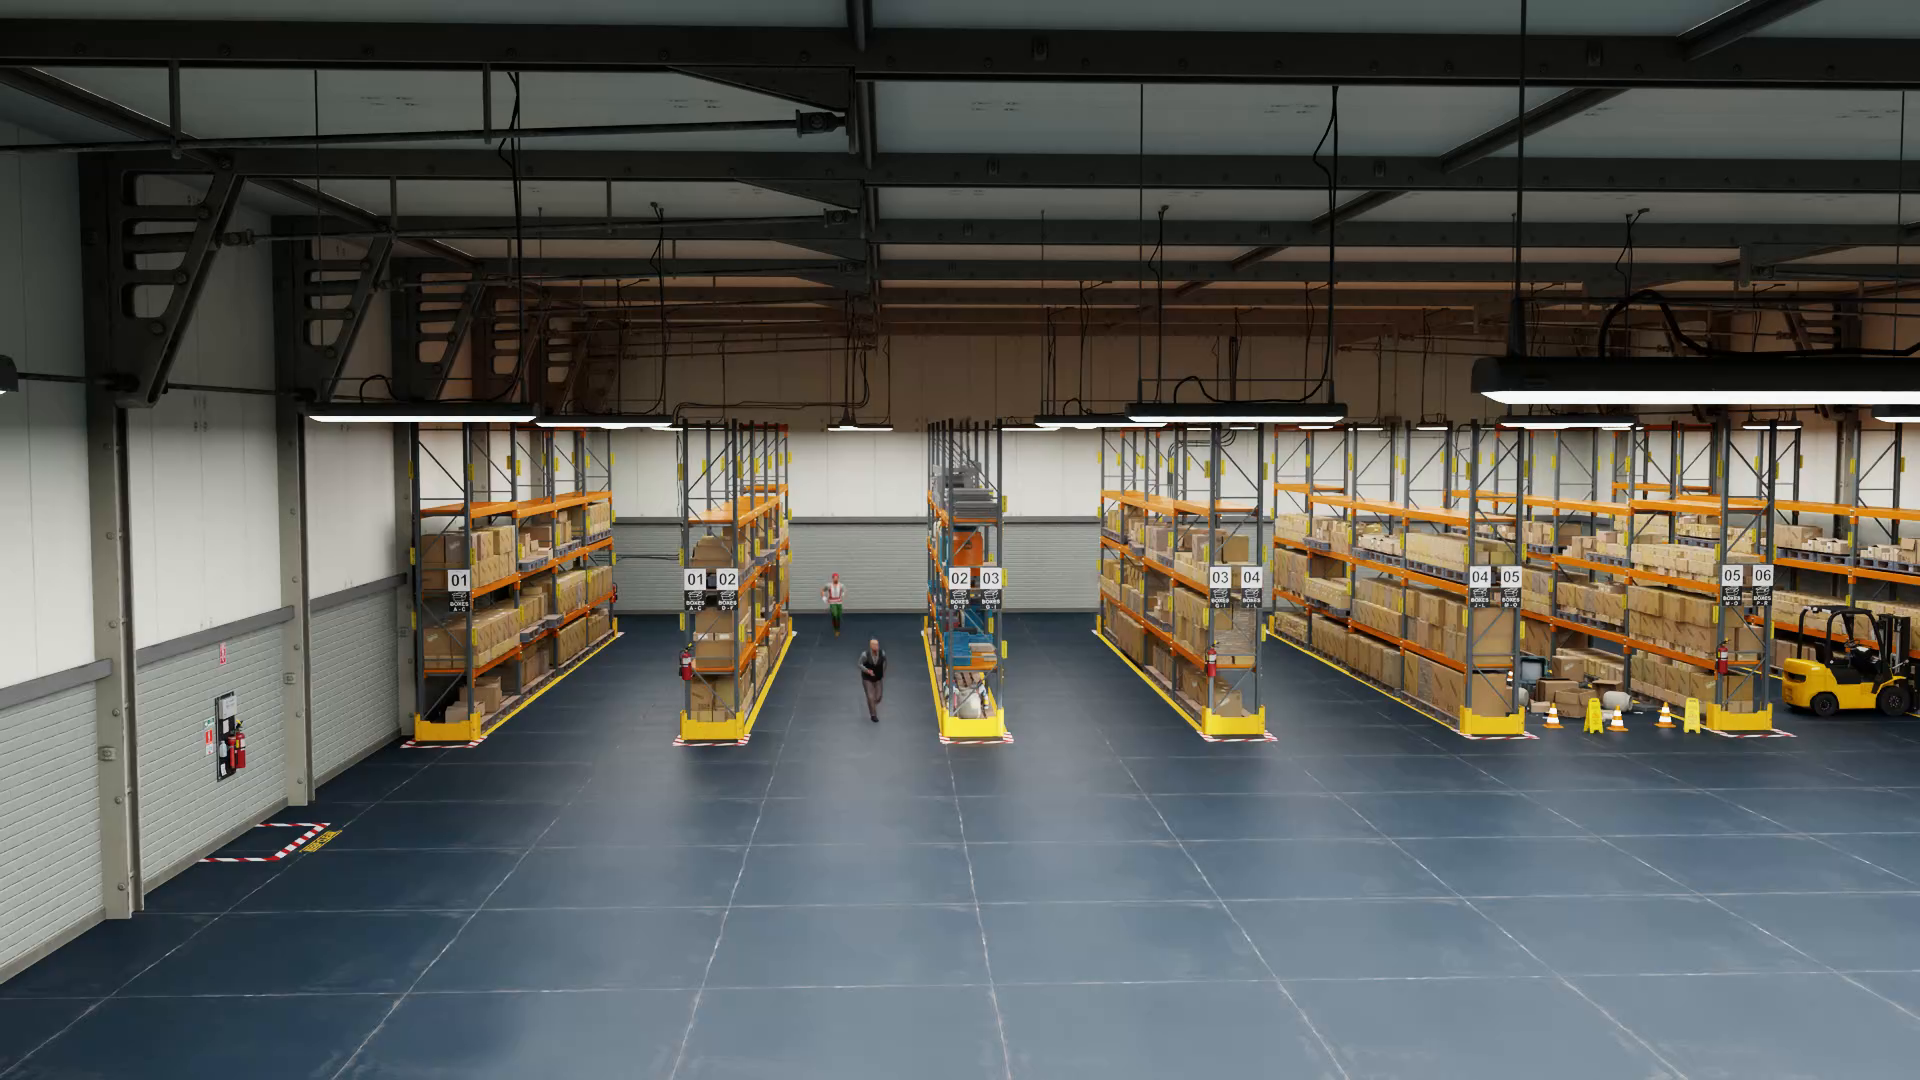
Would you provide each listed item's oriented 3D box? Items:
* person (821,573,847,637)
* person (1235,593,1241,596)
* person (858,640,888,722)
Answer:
[{"bbox_3d":[-3.543,1.833,47.001,0.678,1.810,0.839,-1,4,-21],"label":"person"},{"bbox_3d":[7.677,1.867,47.642,0.770,1.635,0.516,3,5,37],"label":"person"},{"bbox_3d":[-1.729,2.787,33.080,0.641,1.655,0.736,-1,4,-13],"label":"person"}]
